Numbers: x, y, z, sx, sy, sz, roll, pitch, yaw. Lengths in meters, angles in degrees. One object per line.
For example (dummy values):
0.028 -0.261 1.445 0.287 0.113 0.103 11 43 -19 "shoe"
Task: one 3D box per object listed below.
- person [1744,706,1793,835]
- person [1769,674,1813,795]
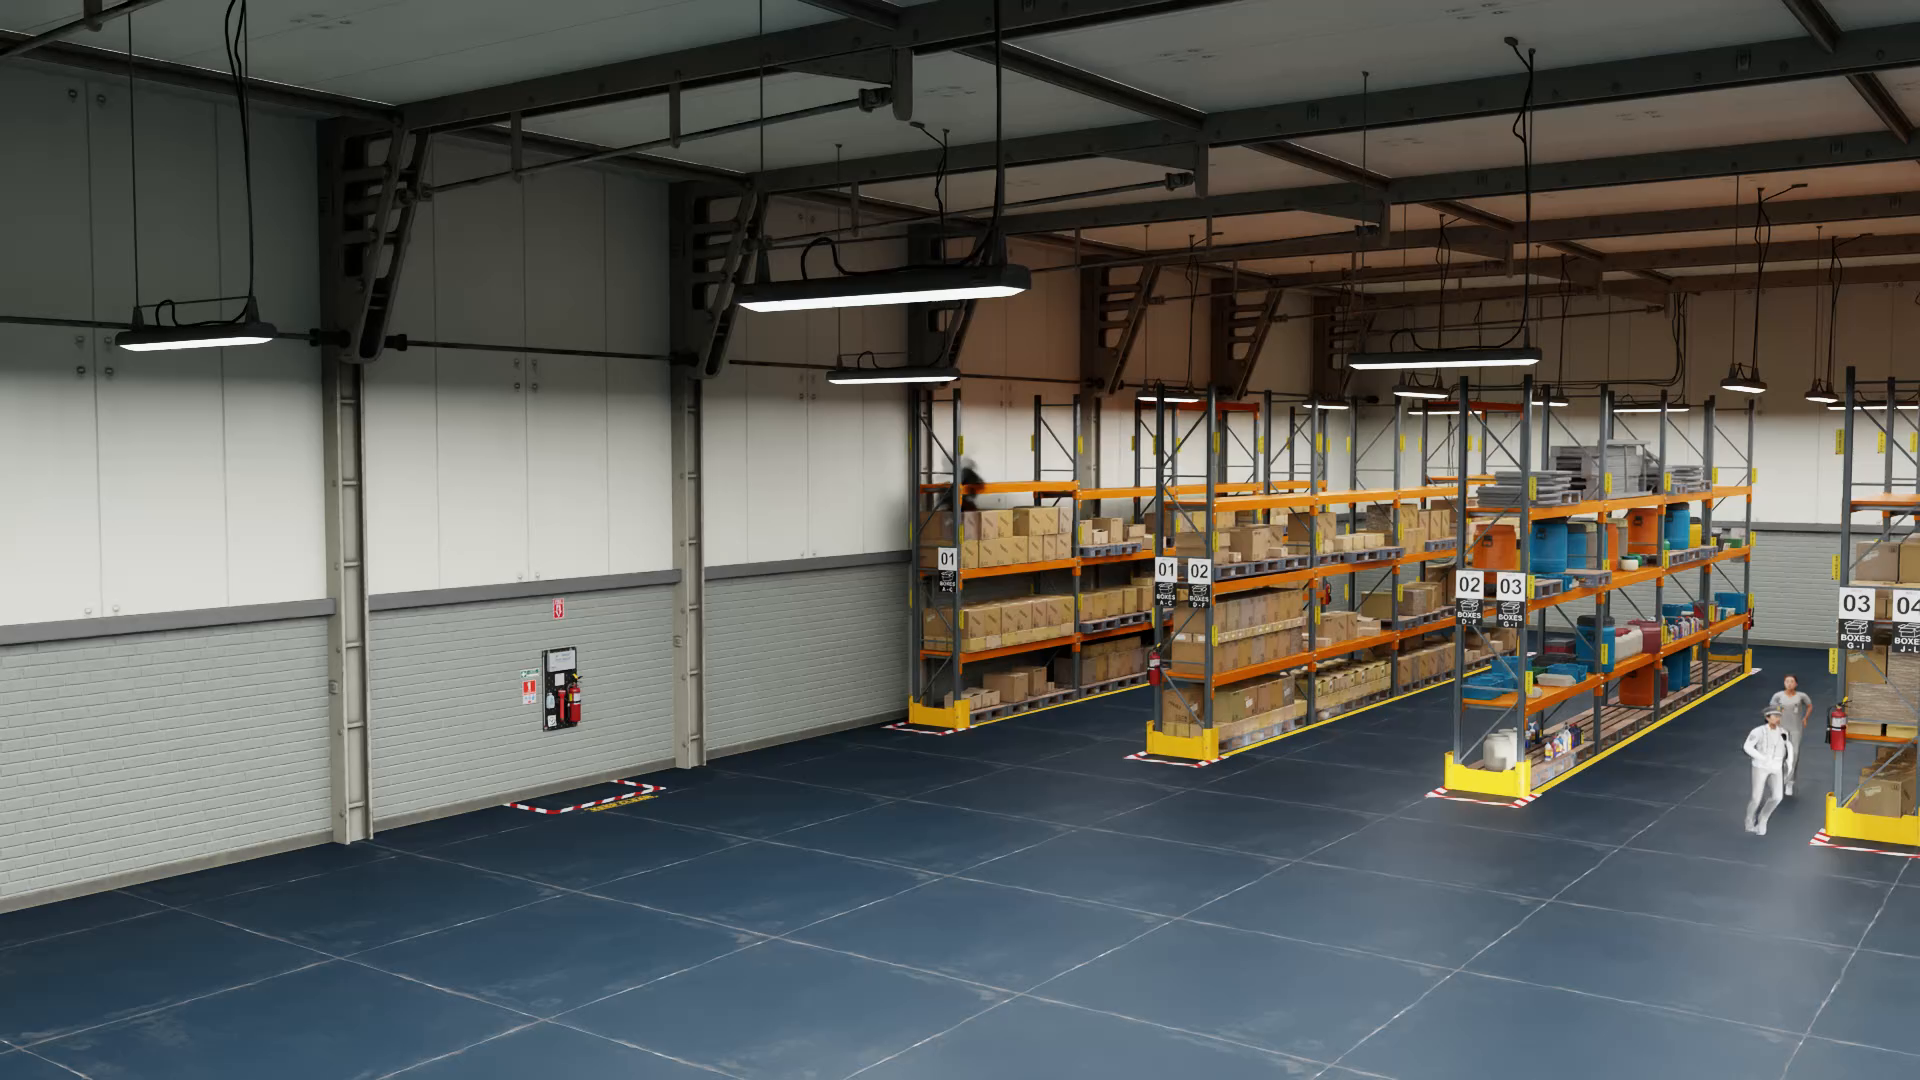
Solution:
10.394 2.948 21.333 0.664 1.662 0.600 0 3 6 "person"
11.976 2.770 24.019 0.559 1.685 0.884 2 4 33 "person"
